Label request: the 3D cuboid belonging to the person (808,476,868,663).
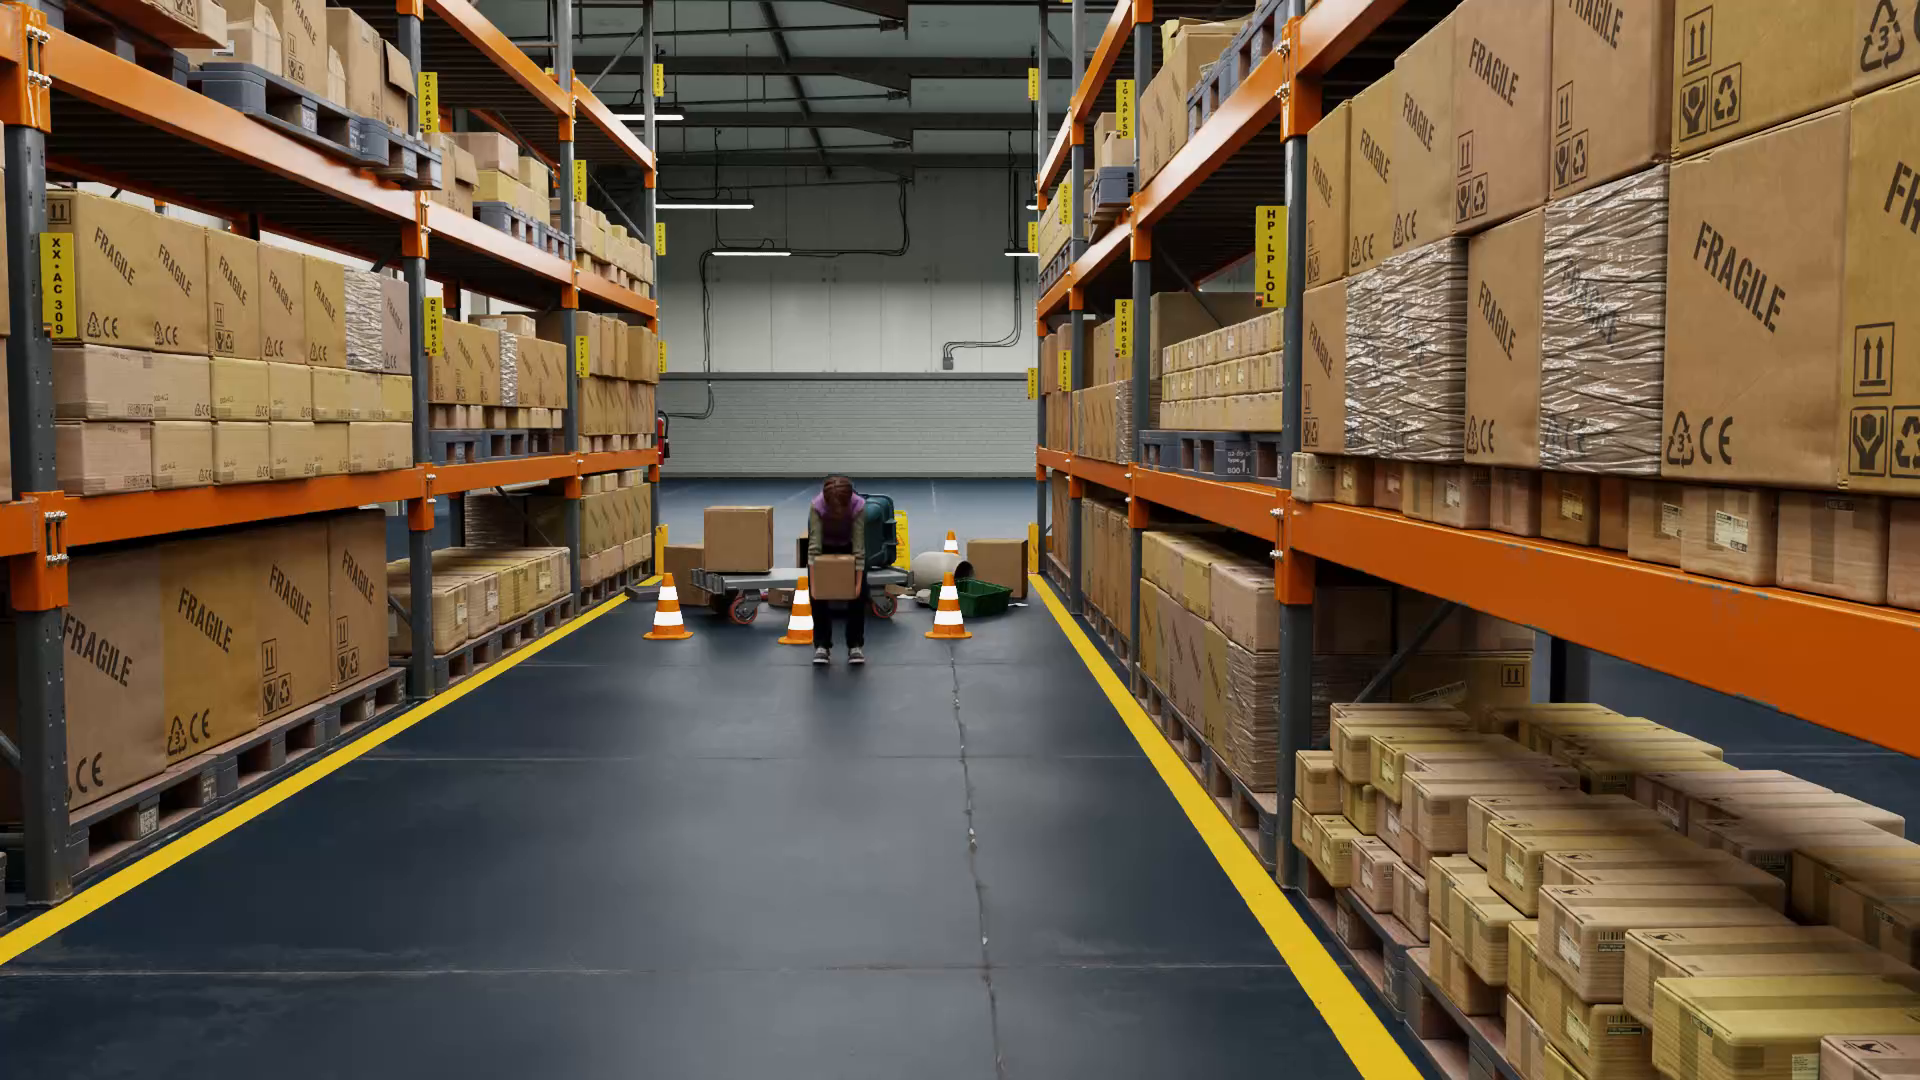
[{"bbox_3d":[-0.783,0.202,10.600,0.389,1.215,0.811,0,4,-3],"label":"person"}]
